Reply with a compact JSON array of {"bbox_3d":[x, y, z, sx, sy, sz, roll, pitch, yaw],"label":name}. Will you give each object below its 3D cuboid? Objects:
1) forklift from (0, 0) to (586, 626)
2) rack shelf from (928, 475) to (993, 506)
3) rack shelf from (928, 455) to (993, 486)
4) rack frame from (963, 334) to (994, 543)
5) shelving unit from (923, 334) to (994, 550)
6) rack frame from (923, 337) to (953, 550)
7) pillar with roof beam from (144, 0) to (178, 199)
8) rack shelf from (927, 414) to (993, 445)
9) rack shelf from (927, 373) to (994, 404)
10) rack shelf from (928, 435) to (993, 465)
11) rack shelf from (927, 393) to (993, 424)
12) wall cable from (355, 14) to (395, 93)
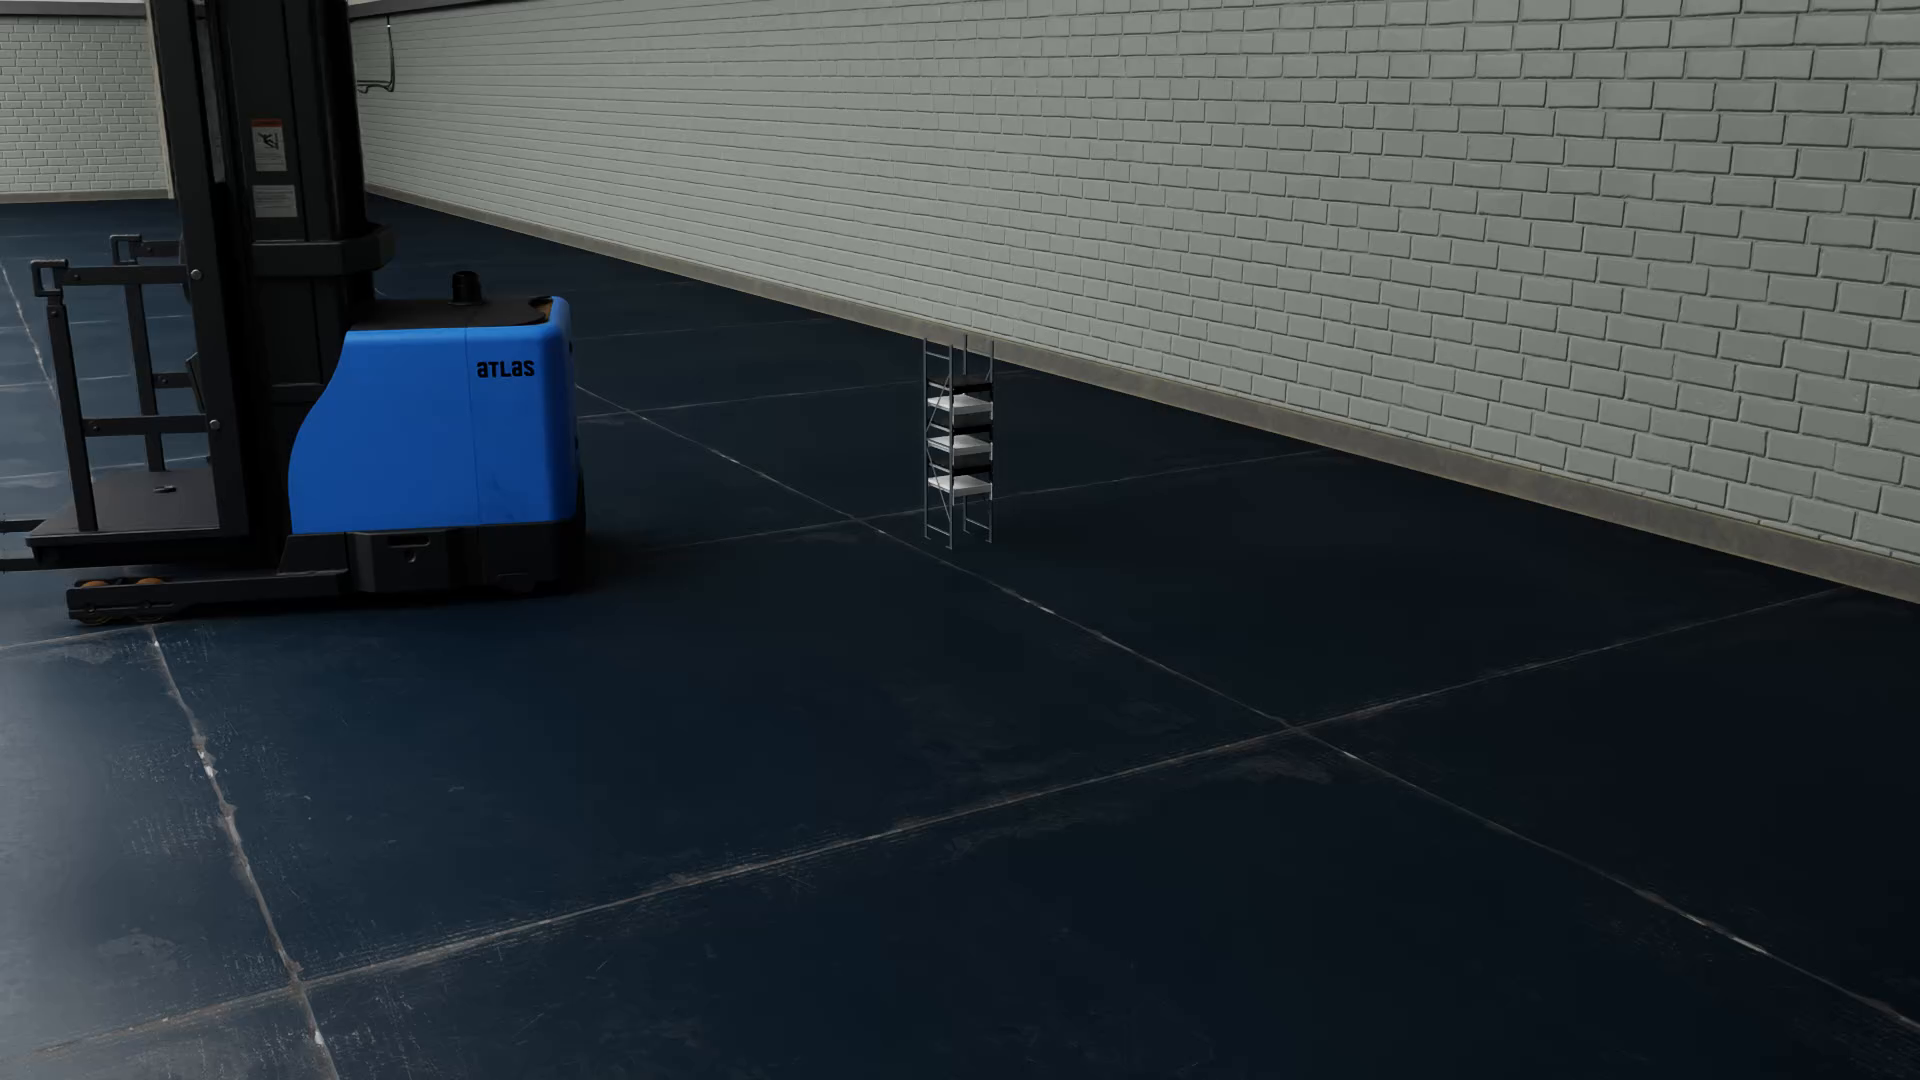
[{"bbox_3d":[-3.086,-1.244,6.418,3.031,2.935,1.130,-3,16,-11],"label":"forklift"},{"bbox_3d":[-0.007,-0.227,7.342,0.200,0.077,0.258,-9,18,-30],"label":"rack shelf"},{"bbox_3d":[-0.007,-0.313,7.318,0.200,0.077,0.258,-9,18,-30],"label":"rack shelf"},{"bbox_3d":[0.080,-0.446,7.335,0.006,0.900,0.240,-9,18,-30],"label":"rack frame"},{"bbox_3d":[-0.007,-0.432,7.284,0.210,0.900,0.258,-9,18,-30],"label":"shelving unit"},{"bbox_3d":[-0.094,-0.418,7.234,0.006,0.900,0.240,-9,18,-30],"label":"rack frame"},{"bbox_3d":[-10.791,-9.059,23.053,0.400,9.000,9.100,-9,18,-30],"label":"pillar with roof beam"},{"bbox_3d":[-0.007,-0.487,7.269,0.200,0.077,0.258,-9,18,-30],"label":"rack shelf"},{"bbox_3d":[-0.007,-0.660,7.220,0.200,0.077,0.258,-9,18,-30],"label":"rack shelf"},{"bbox_3d":[-0.007,-0.400,7.293,0.200,0.077,0.258,-9,18,-30],"label":"rack shelf"},{"bbox_3d":[-0.007,-0.573,7.245,0.200,0.077,0.258,-9,18,-30],"label":"rack shelf"},{"bbox_3d":[-9.802,-8.663,27.395,0.112,2.526,3.097,-9,18,-30],"label":"wall cable"}]
